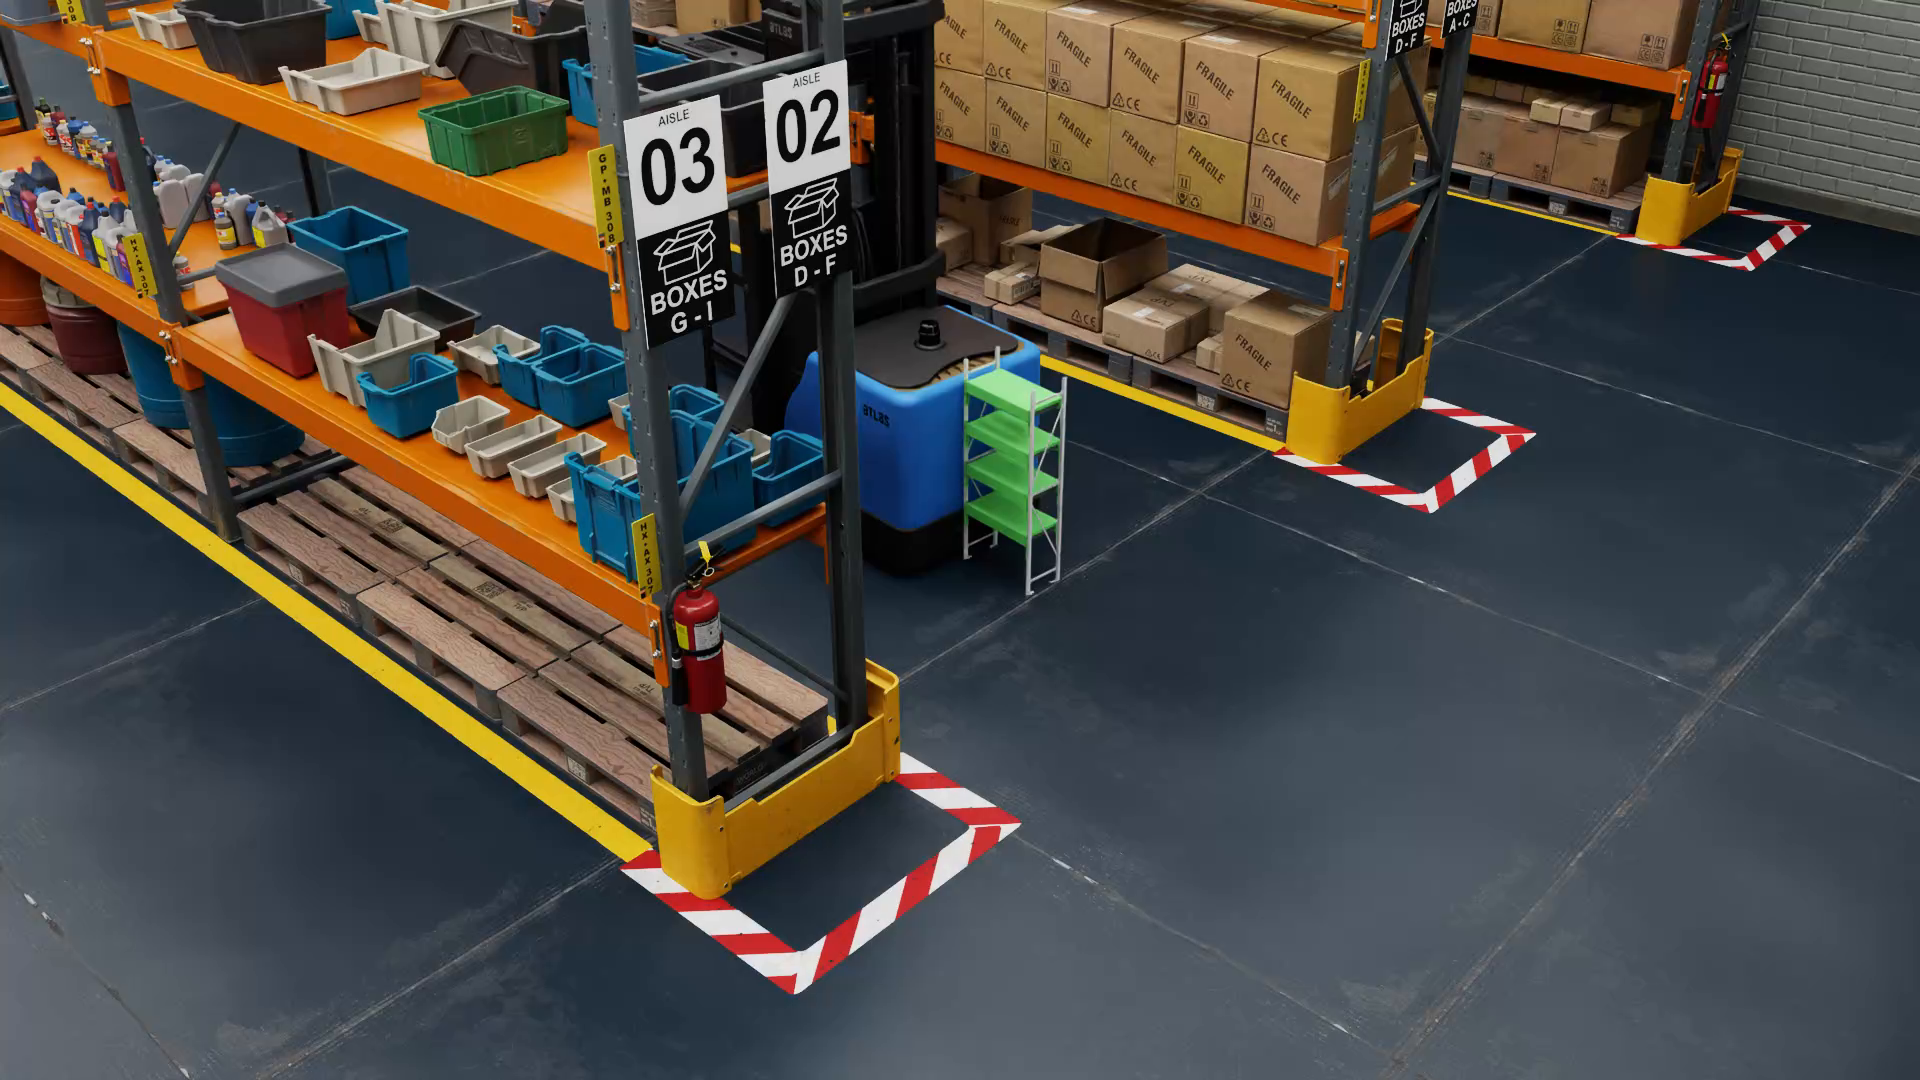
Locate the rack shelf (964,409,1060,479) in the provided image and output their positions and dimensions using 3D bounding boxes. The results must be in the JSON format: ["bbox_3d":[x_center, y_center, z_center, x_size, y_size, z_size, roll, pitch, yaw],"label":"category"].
[{"bbox_3d":[0.276,-0.504,8.582,0.258,0.148,0.480,-25,39,-35],"label":"rack shelf"}]

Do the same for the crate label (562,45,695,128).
[{"bbox_3d":[-1.254,-1.749,6.482,0.502,0.251,0.408,25,39,35],"label":"crate label"}]

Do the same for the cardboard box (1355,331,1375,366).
[{"bbox_3d":[2.460,-1.221,10.707,0.250,0.149,0.380,25,39,35],"label":"cardboard box"}]

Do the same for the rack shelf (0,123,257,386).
[{"bbox_3d":[-5.235,-1.853,10.116,4.000,0.370,1.077,25,39,35],"label":"rack shelf"}]

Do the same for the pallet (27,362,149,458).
[{"bbox_3d":[-5.205,-0.979,10.672,1.213,0.211,1.003,25,39,35],"label":"pallet"}]

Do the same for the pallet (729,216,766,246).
[{"bbox_3d":[-1.054,-2.434,13.088,1.213,0.211,1.003,25,39,35],"label":"pallet"}]

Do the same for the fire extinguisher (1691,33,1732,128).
[{"bbox_3d":[5.663,-3.451,12.511,0.183,0.674,0.296,25,39,35],"label":"fire extinguisher"}]

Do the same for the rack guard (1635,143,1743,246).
[{"bbox_3d":[5.879,-2.793,13.405,0.348,0.500,1.175,25,39,35],"label":"rack guard"}]

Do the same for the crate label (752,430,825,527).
[{"bbox_3d":[-0.749,-0.250,6.860,0.303,0.233,0.416,25,39,35],"label":"crate label"}]

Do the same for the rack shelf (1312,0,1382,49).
[{"bbox_3d":[1.057,-3.646,10.188,4.000,0.370,1.077,25,39,35],"label":"rack shelf"}]

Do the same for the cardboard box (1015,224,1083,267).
[{"bbox_3d":[0.743,-2.050,11.927,0.500,0.311,0.500,25,39,35],"label":"cardboard box"}]

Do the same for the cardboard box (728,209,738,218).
[{"bbox_3d":[-1.716,-2.888,13.136,0.500,0.500,0.500,26,39,36],"label":"cardboard box"}]

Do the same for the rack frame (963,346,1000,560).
[{"bbox_3d":[0.113,-0.447,8.828,0.240,1.200,0.015,-25,39,-35],"label":"rack frame"}]

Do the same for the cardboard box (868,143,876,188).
[{"bbox_3d":[-0.621,-2.740,12.890,0.500,0.500,0.500,23,38,33],"label":"cardboard box"}]

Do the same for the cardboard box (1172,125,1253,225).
[{"bbox_3d":[1.638,-2.249,9.981,0.500,0.500,0.500,25,39,35],"label":"cardboard box"}]

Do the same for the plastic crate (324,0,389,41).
[{"bbox_3d":[-2.863,-2.489,7.730,0.300,0.233,0.416,25,39,35],"label":"plastic crate"}]

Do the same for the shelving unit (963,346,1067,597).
[{"bbox_3d":[0.276,-0.353,8.673,0.258,1.200,0.503,-25,39,-35],"label":"shelving unit"}]

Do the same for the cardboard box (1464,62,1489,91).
[{"bbox_3d":[4.373,-4.023,14.411,0.250,0.149,0.380,24,39,34],"label":"cardboard box"}]

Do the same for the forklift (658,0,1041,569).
[{"bbox_3d":[-0.908,-1.776,9.358,1.130,2.935,3.031,-25,39,-35],"label":"forklift"}]

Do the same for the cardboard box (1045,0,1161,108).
[{"bbox_3d":[0.882,-3.027,10.304,0.500,0.500,0.500,26,40,36],"label":"cardboard box"}]

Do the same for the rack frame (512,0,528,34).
[{"bbox_3d":[-3.392,-4.746,14.225,0.127,3.000,1.000,25,39,35],"label":"rack frame"}]

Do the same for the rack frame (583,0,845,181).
[{"bbox_3d":[-0.787,-2.654,4.934,0.127,3.000,1.000,25,39,35],"label":"rack frame"}]

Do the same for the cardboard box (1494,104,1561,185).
[{"bbox_3d":[4.904,-3.359,13.938,0.500,0.500,0.700,25,39,35],"label":"cardboard box"}]

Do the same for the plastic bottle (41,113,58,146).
[{"bbox_3d":[-6.059,-2.744,11.092,0.097,0.201,0.097,0,31,0],"label":"plastic bottle"}]

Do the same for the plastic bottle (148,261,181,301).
[{"bbox_3d":[-4.262,-1.428,8.834,0.135,0.276,0.152,25,39,35],"label":"plastic bottle"}]

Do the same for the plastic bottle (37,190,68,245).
[{"bbox_3d":[-5.178,-1.856,9.545,0.135,0.276,0.152,25,39,35],"label":"plastic bottle"}]

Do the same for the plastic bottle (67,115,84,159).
[{"bbox_3d":[-5.743,-2.627,10.830,0.097,0.271,0.097,0,31,0],"label":"plastic bottle"}]

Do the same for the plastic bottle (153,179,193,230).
[{"bbox_3d":[-4.629,-1.984,9.757,0.135,0.276,0.152,25,39,35],"label":"plastic bottle"}]

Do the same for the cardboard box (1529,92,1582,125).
[{"bbox_3d":[4.868,-3.527,13.587,0.250,0.149,0.380,26,40,36],"label":"cardboard box"}]

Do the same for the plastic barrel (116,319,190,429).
[{"bbox_3d":[-4.669,-1.189,9.945,0.708,0.901,0.600,25,39,35],"label":"plastic barrel"}]

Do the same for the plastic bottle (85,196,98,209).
[{"bbox_3d":[-4.936,-1.828,9.503,0.097,0.271,0.097,0,31,0],"label":"plastic bottle"}]

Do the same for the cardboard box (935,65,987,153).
[{"bbox_3d":[0.151,-2.948,11.141,0.500,0.500,0.500,26,40,36],"label":"cardboard box"}]

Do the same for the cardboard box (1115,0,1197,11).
[{"bbox_3d":[1.250,-3.231,10.643,0.500,0.500,0.500,25,39,35],"label":"cardboard box"}]

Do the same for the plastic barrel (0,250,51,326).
[{"bbox_3d":[-6.344,-1.940,11.262,0.708,0.830,0.600,25,39,35],"label":"plastic barrel"}]

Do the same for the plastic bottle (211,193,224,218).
[{"bbox_3d":[-4.323,-1.934,9.747,0.097,0.201,0.097,0,31,0],"label":"plastic bottle"}]

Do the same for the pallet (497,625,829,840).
[{"bbox_3d":[-1.372,0.810,7.700,1.213,0.211,1.003,25,39,35],"label":"pallet"}]

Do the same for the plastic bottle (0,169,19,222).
[{"bbox_3d":[-5.586,-2.046,9.861,0.135,0.276,0.152,25,39,35],"label":"plastic bottle"}]

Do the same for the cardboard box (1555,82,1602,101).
[{"bbox_3d":[5.126,-3.672,13.828,0.250,0.149,0.380,25,39,35],"label":"cardboard box"}]

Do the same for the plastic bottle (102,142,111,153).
[{"bbox_3d":[-5.382,-2.428,10.568,0.097,0.201,0.097,0,31,0],"label":"plastic bottle"}]

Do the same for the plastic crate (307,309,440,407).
[{"bbox_3d":[-2.744,-0.845,7.801,0.530,0.282,0.437,25,39,35],"label":"plastic crate"}]

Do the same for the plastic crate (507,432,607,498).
[{"bbox_3d":[-1.718,-0.316,7.064,0.243,0.136,0.396,25,39,35],"label":"plastic crate"}]

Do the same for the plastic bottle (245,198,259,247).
[{"bbox_3d":[-4.007,-1.816,9.484,0.097,0.271,0.097,0,31,0],"label":"plastic bottle"}]

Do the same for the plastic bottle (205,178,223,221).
[{"bbox_3d":[-4.397,-2.016,9.804,0.133,0.283,0.061,25,39,35],"label":"plastic bottle"}]

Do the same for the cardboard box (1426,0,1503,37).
[{"bbox_3d":[4.370,-4.689,13.839,0.700,0.700,0.980,23,38,33],"label":"cardboard box"}]

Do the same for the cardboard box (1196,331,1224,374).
[{"bbox_3d":[1.732,-1.220,10.689,0.250,0.166,0.380,25,39,35],"label":"cardboard box"}]

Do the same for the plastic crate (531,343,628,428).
[{"bbox_3d":[-1.725,-0.705,7.617,0.300,0.233,0.416,25,39,35],"label":"plastic crate"}]

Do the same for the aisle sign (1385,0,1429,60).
[{"bbox_3d":[2.385,-2.950,8.722,0.004,0.787,0.394,25,39,35],"label":"aisle sign"}]

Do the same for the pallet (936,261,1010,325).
[{"bbox_3d":[0.083,-1.929,12.249,1.213,0.211,1.003,25,39,35],"label":"pallet"}]

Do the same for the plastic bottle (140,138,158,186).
[{"bbox_3d":[-4.959,-2.278,10.174,0.185,0.351,0.144,25,39,35],"label":"plastic bottle"}]

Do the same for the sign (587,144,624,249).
[{"bbox_3d":[-1.144,-1.109,5.376,0.005,0.325,0.100,25,39,35],"label":"sign"}]

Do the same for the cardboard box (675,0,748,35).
[{"bbox_3d":[-1.777,-4.172,12.768,0.500,0.500,0.700,15,34,23],"label":"cardboard box"}]

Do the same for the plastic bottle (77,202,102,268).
[{"bbox_3d":[-4.791,-1.704,9.221,0.185,0.351,0.144,25,39,35],"label":"plastic bottle"}]

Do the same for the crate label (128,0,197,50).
[{"bbox_3d":[-3.584,-2.361,7.611,0.466,0.136,0.293,25,39,35],"label":"crate label"}]
